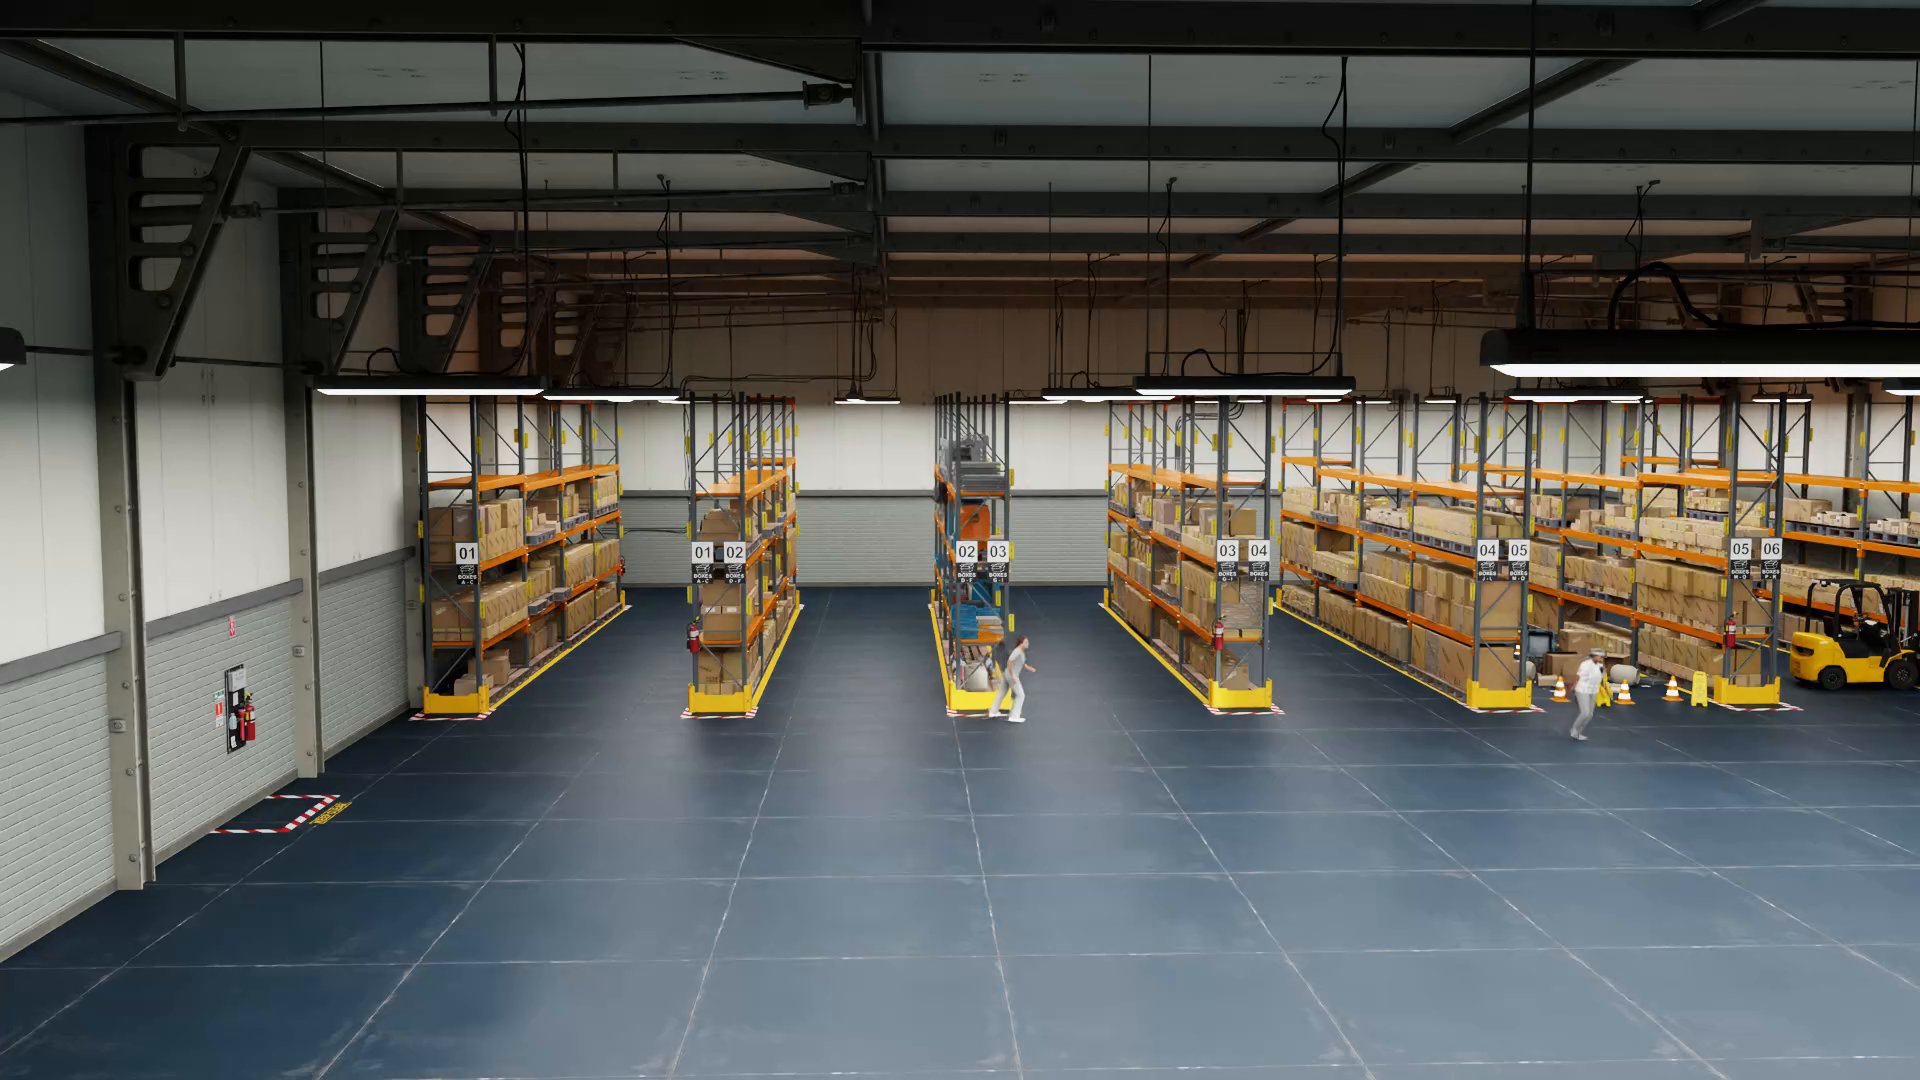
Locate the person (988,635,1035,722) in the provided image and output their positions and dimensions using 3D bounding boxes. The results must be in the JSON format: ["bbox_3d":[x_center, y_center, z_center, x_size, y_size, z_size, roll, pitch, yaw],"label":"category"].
[{"bbox_3d":[0.947,2.514,30.329,0.855,1.593,0.637,0,5,-2],"label":"person"}]

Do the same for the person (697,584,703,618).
[{"bbox_3d":[-6.887,1.311,44.673,0.571,1.633,0.606,0,5,-3],"label":"person"}]

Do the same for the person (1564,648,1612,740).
[{"bbox_3d":[10.769,2.644,28.460,0.579,1.612,0.608,-2,5,-27],"label":"person"}]

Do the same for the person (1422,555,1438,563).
[{"bbox_3d":[14.282,0.796,50.509,0.733,1.816,0.639,-1,5,-17],"label":"person"}]
